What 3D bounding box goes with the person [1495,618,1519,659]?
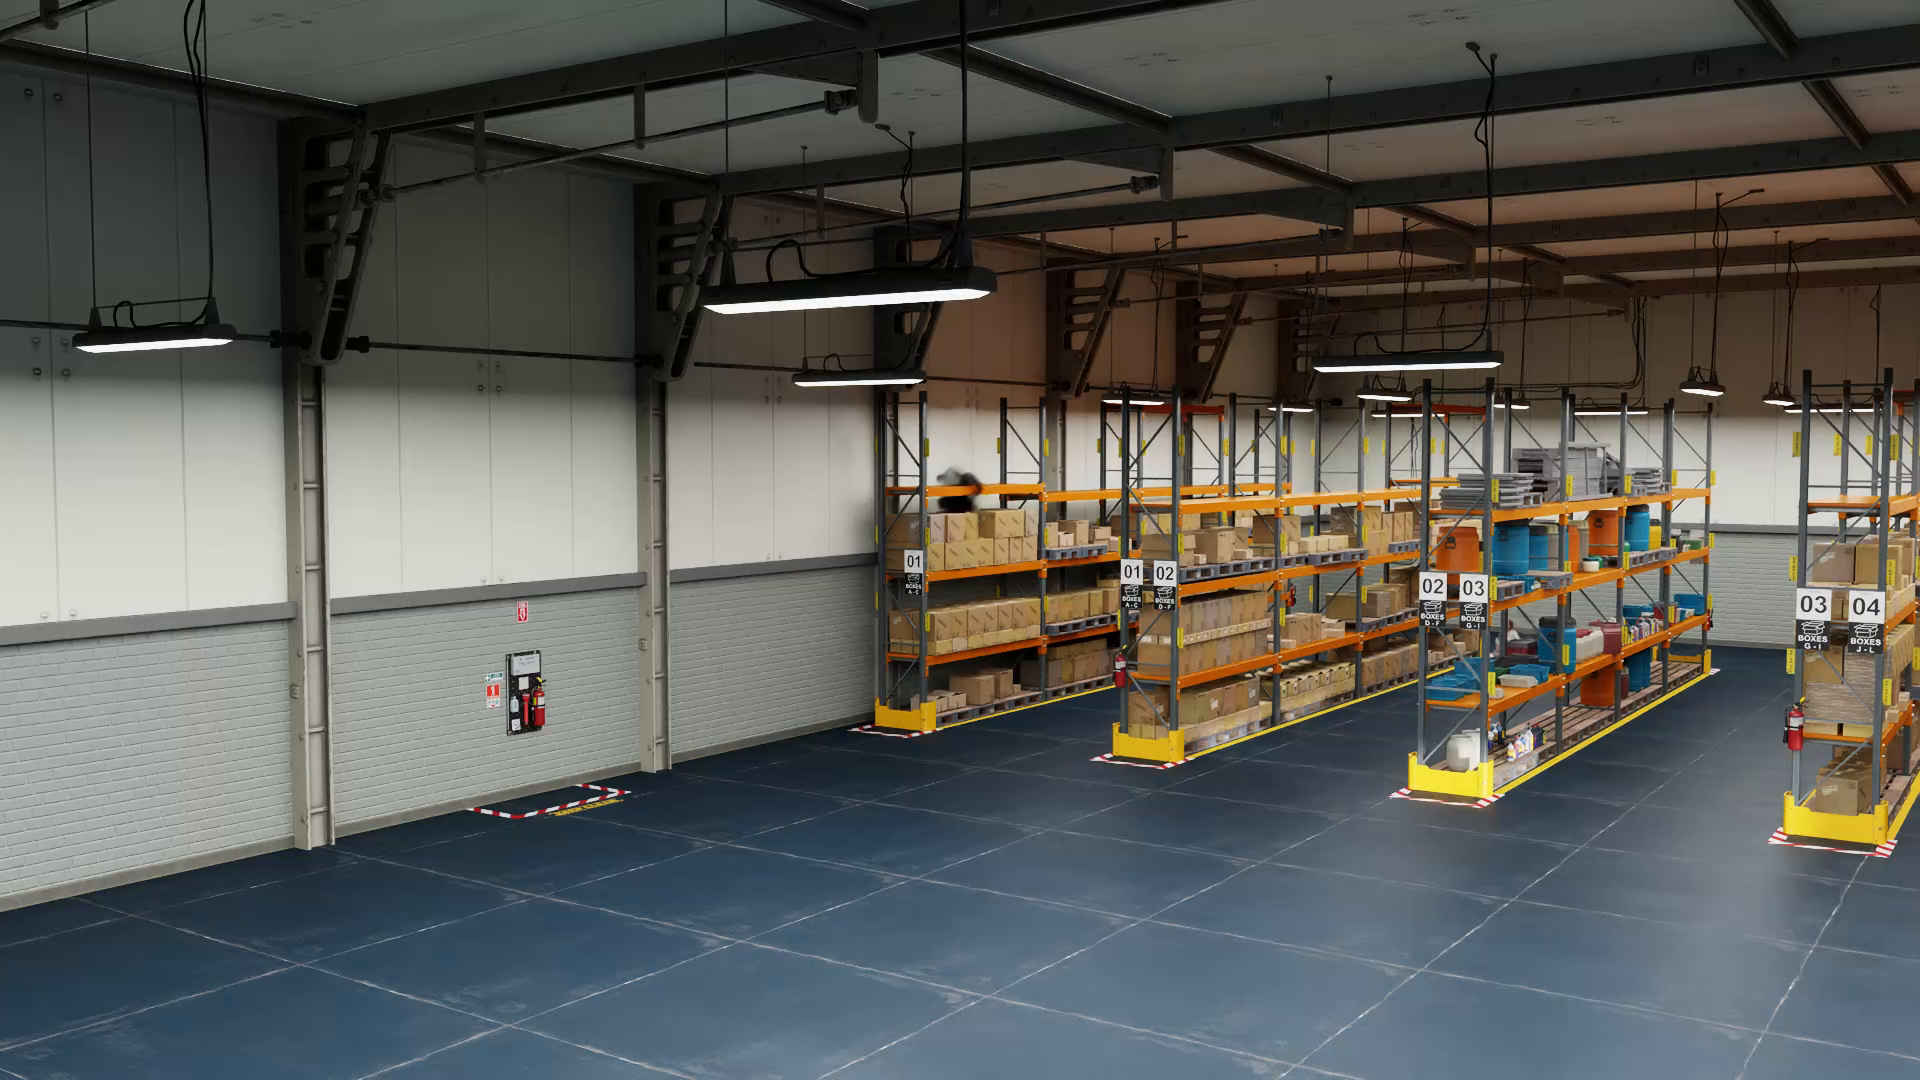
[{"bbox_3d":[10.839,2.367,32.956,0.510,1.642,0.731,2,4,29],"label":"person"}]
